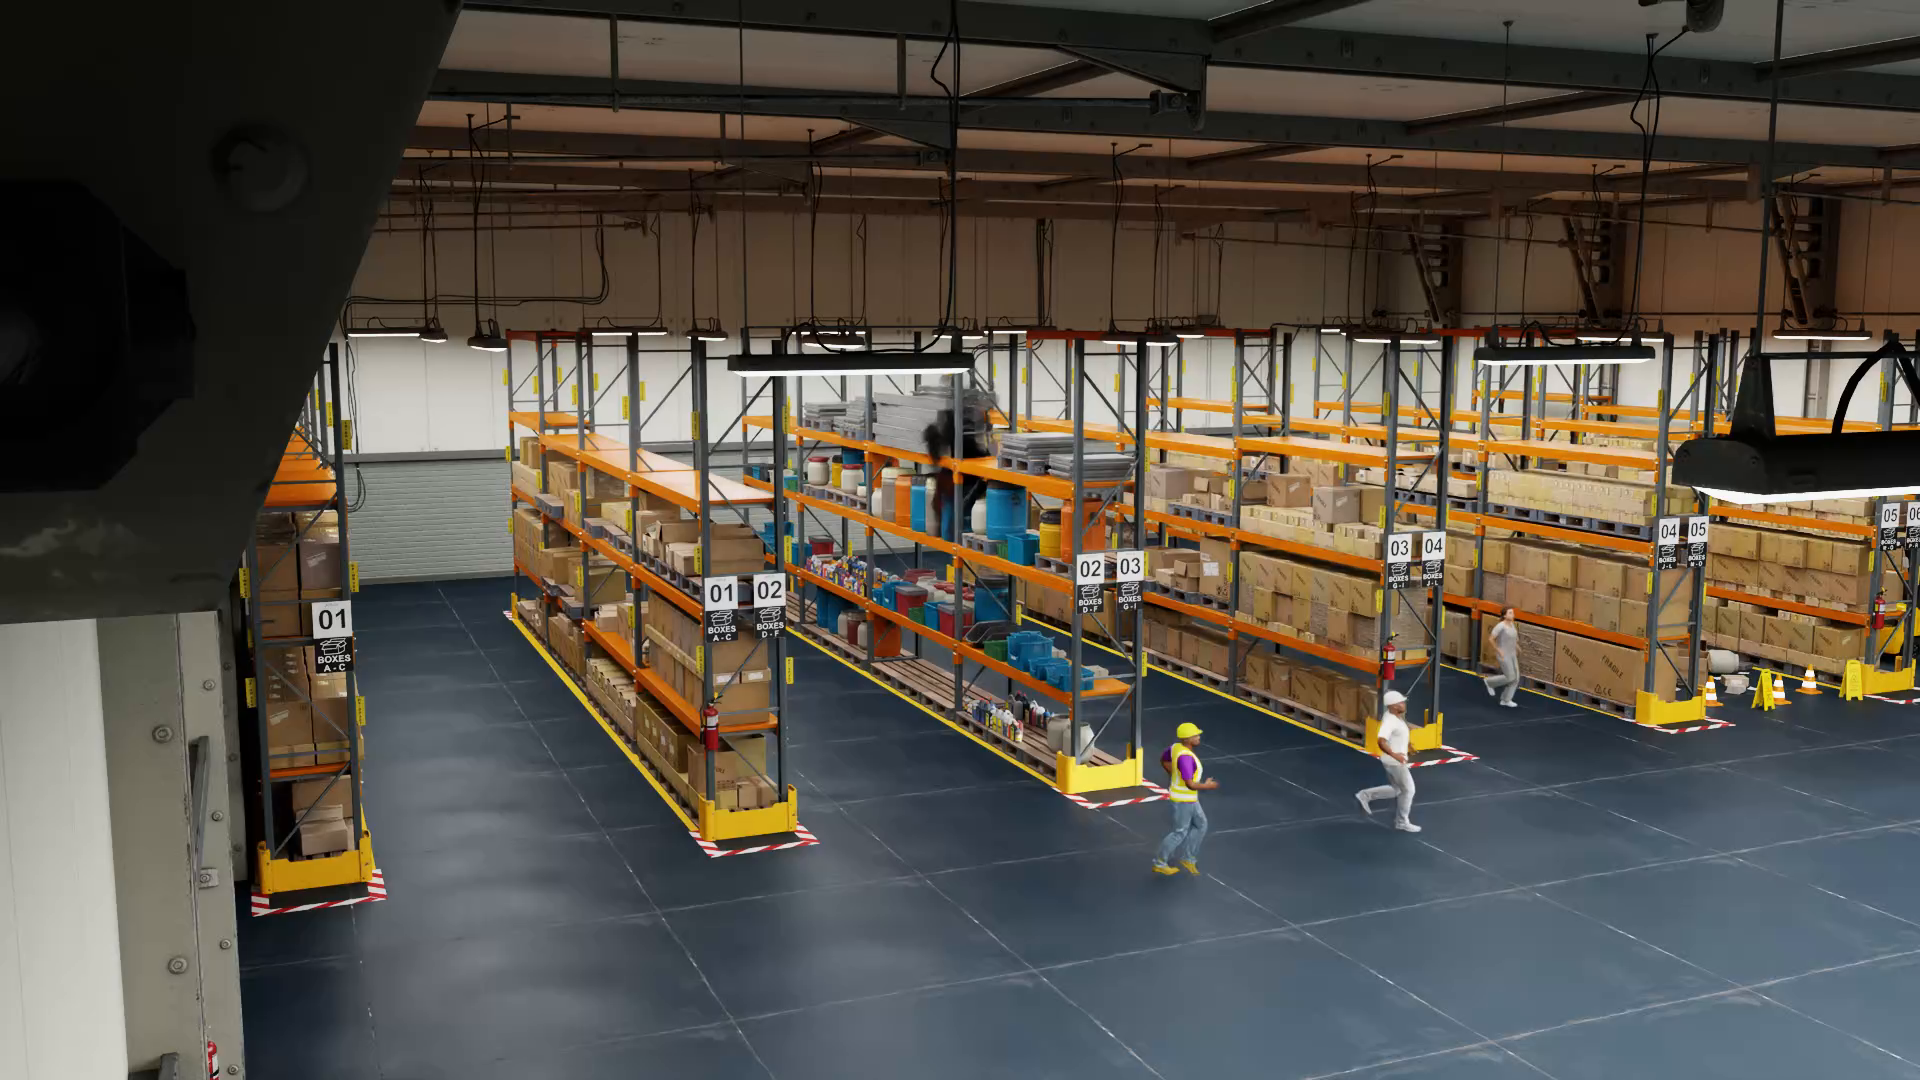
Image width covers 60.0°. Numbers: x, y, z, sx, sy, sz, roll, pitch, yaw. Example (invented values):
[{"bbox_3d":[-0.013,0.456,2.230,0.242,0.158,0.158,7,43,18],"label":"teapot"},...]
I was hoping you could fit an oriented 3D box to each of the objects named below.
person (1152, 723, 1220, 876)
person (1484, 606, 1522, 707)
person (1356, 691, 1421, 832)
[{"bbox_3d":[2.534,2.948,18.682,0.744,1.839,0.726,1,8,5],"label":"person"},{"bbox_3d":[8.818,1.870,26.945,0.580,1.624,0.597,-6,10,-36],"label":"person"},{"bbox_3d":[5.286,2.715,20.431,0.796,1.745,0.700,2,8,11],"label":"person"}]
